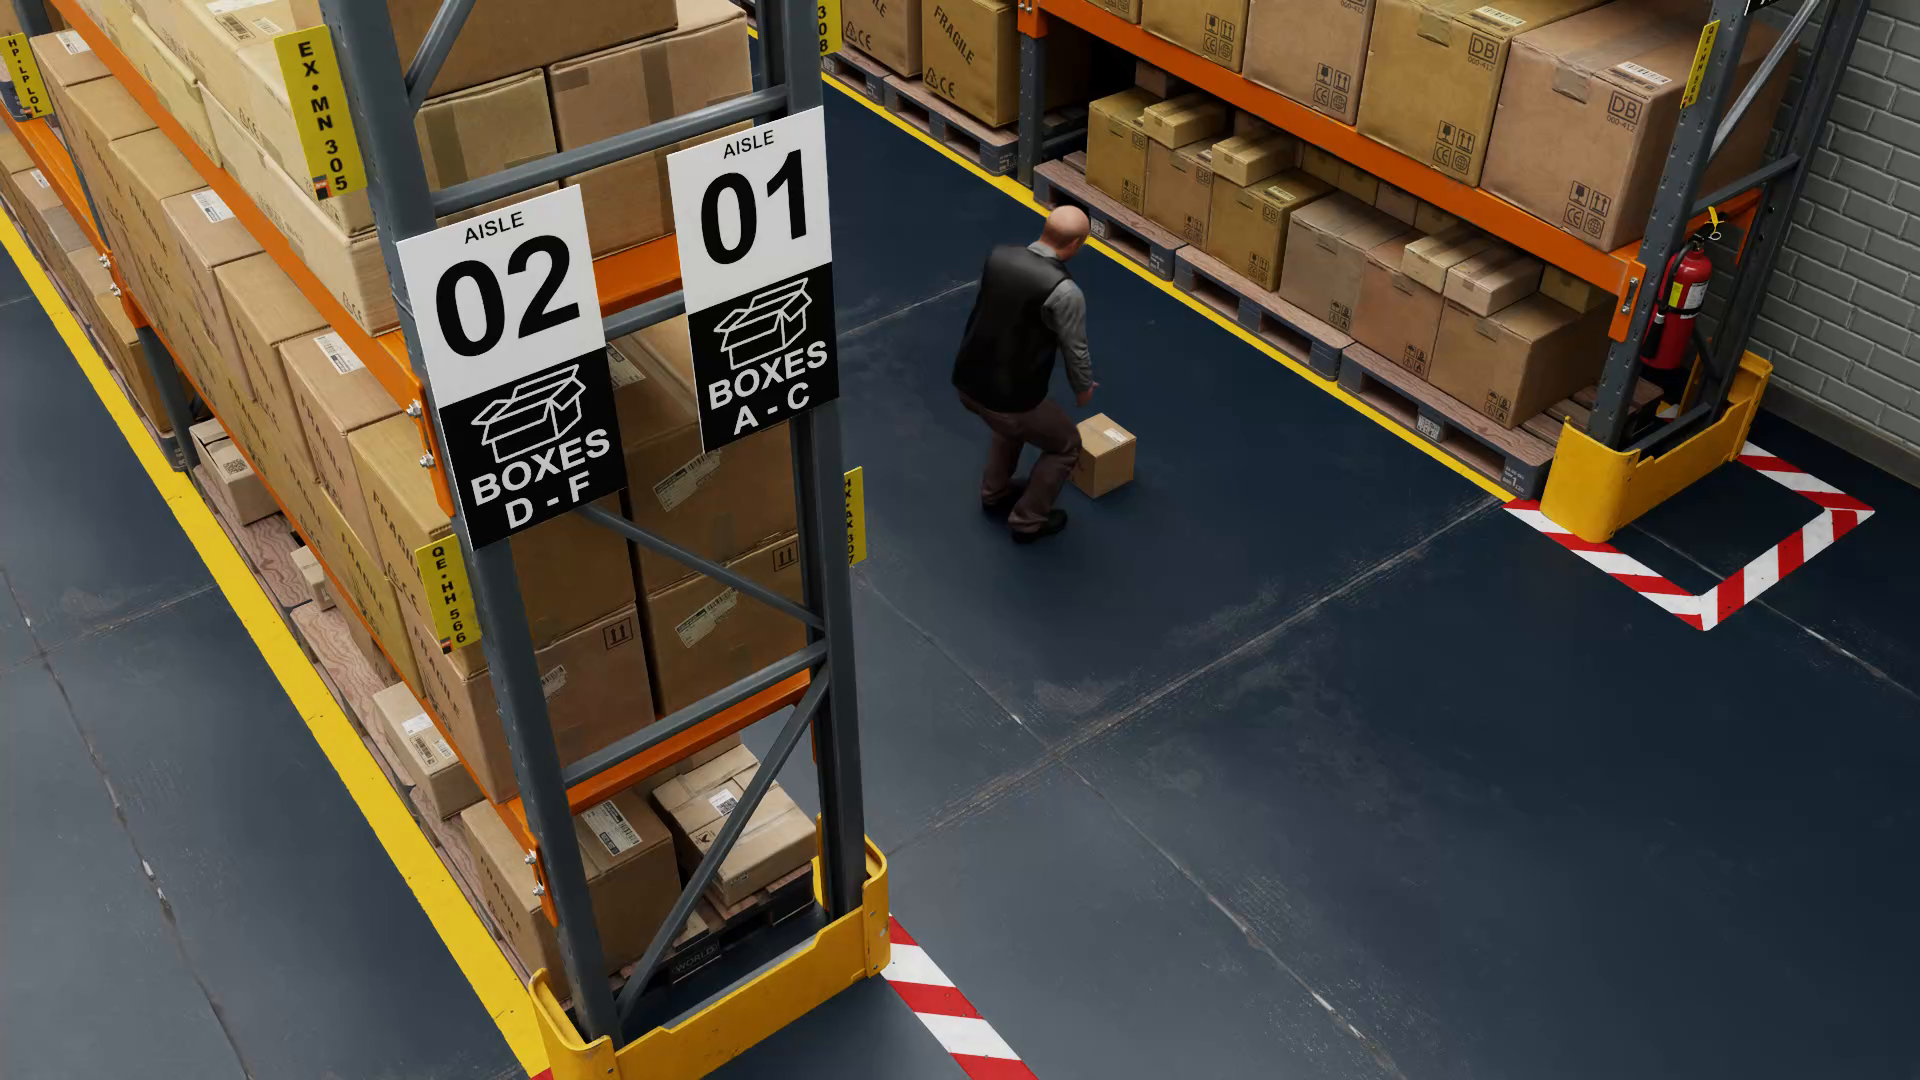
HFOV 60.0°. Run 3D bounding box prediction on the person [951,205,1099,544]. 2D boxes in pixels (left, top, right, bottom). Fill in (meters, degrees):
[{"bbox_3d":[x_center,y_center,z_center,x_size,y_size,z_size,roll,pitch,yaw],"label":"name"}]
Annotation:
[{"bbox_3d":[0.271,-0.704,7.206,0.648,1.482,0.589,-26,46,-27],"label":"person"}]
